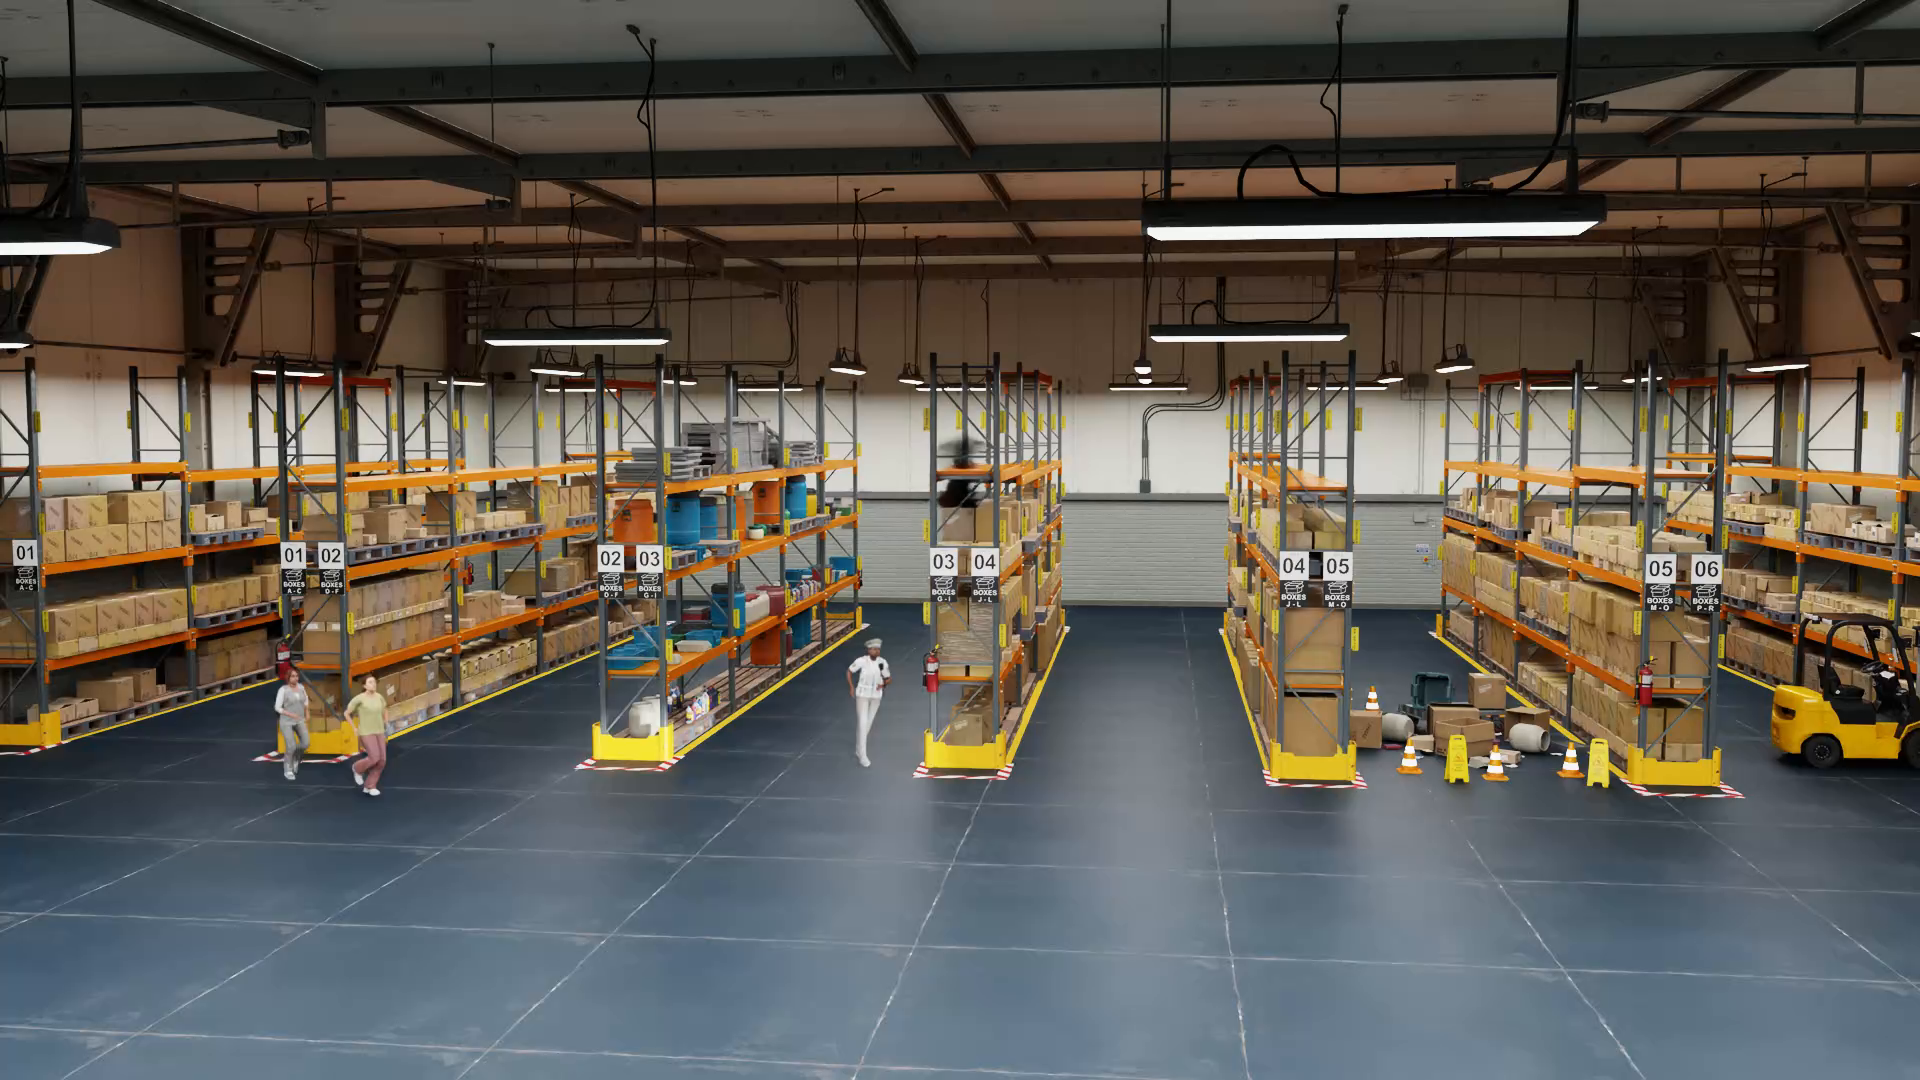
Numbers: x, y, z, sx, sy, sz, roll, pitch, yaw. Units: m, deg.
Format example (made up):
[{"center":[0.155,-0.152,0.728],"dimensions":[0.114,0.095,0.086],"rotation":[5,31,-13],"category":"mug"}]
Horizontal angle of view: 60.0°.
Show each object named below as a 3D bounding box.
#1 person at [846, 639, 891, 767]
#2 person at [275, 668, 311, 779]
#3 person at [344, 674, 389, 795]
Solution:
[{"center":[-1.271,2.246,23.423],"dimensions":[0.604,1.744,0.798],"rotation":[-1,4,-20],"category":"person"},{"center":[-9.307,2.575,23.306],"dimensions":[0.549,1.566,0.574],"rotation":[3,5,38],"category":"person"},{"center":[-7.934,2.604,22.390],"dimensions":[0.548,1.605,0.585],"rotation":[3,5,37],"category":"person"}]
